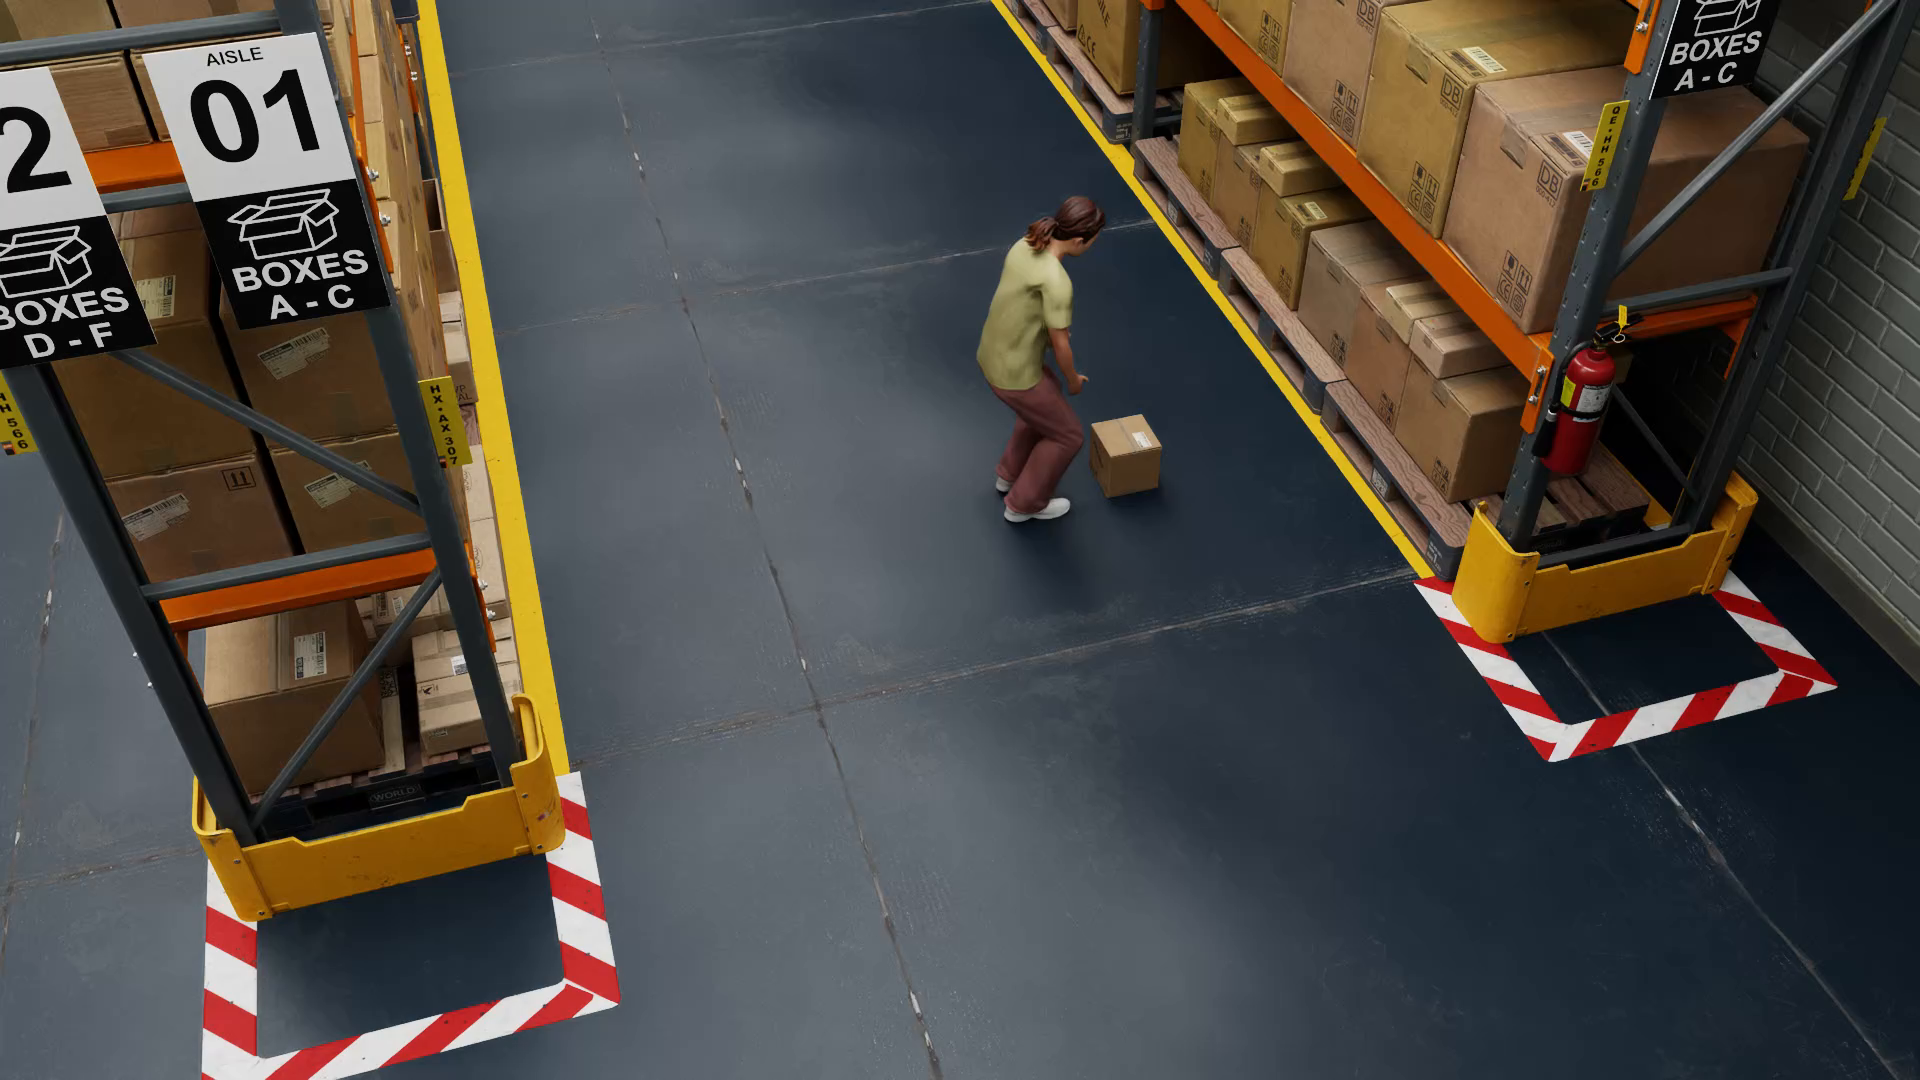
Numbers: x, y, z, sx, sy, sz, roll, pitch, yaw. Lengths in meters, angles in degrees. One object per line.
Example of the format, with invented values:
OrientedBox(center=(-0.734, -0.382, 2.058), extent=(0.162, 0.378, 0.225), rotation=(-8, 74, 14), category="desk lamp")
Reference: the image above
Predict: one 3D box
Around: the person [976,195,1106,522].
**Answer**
OrientedBox(center=(0.334, -0.775, 7.136), extent=(0.533, 1.515, 0.498), rotation=(-11, 44, -12), category="person")
